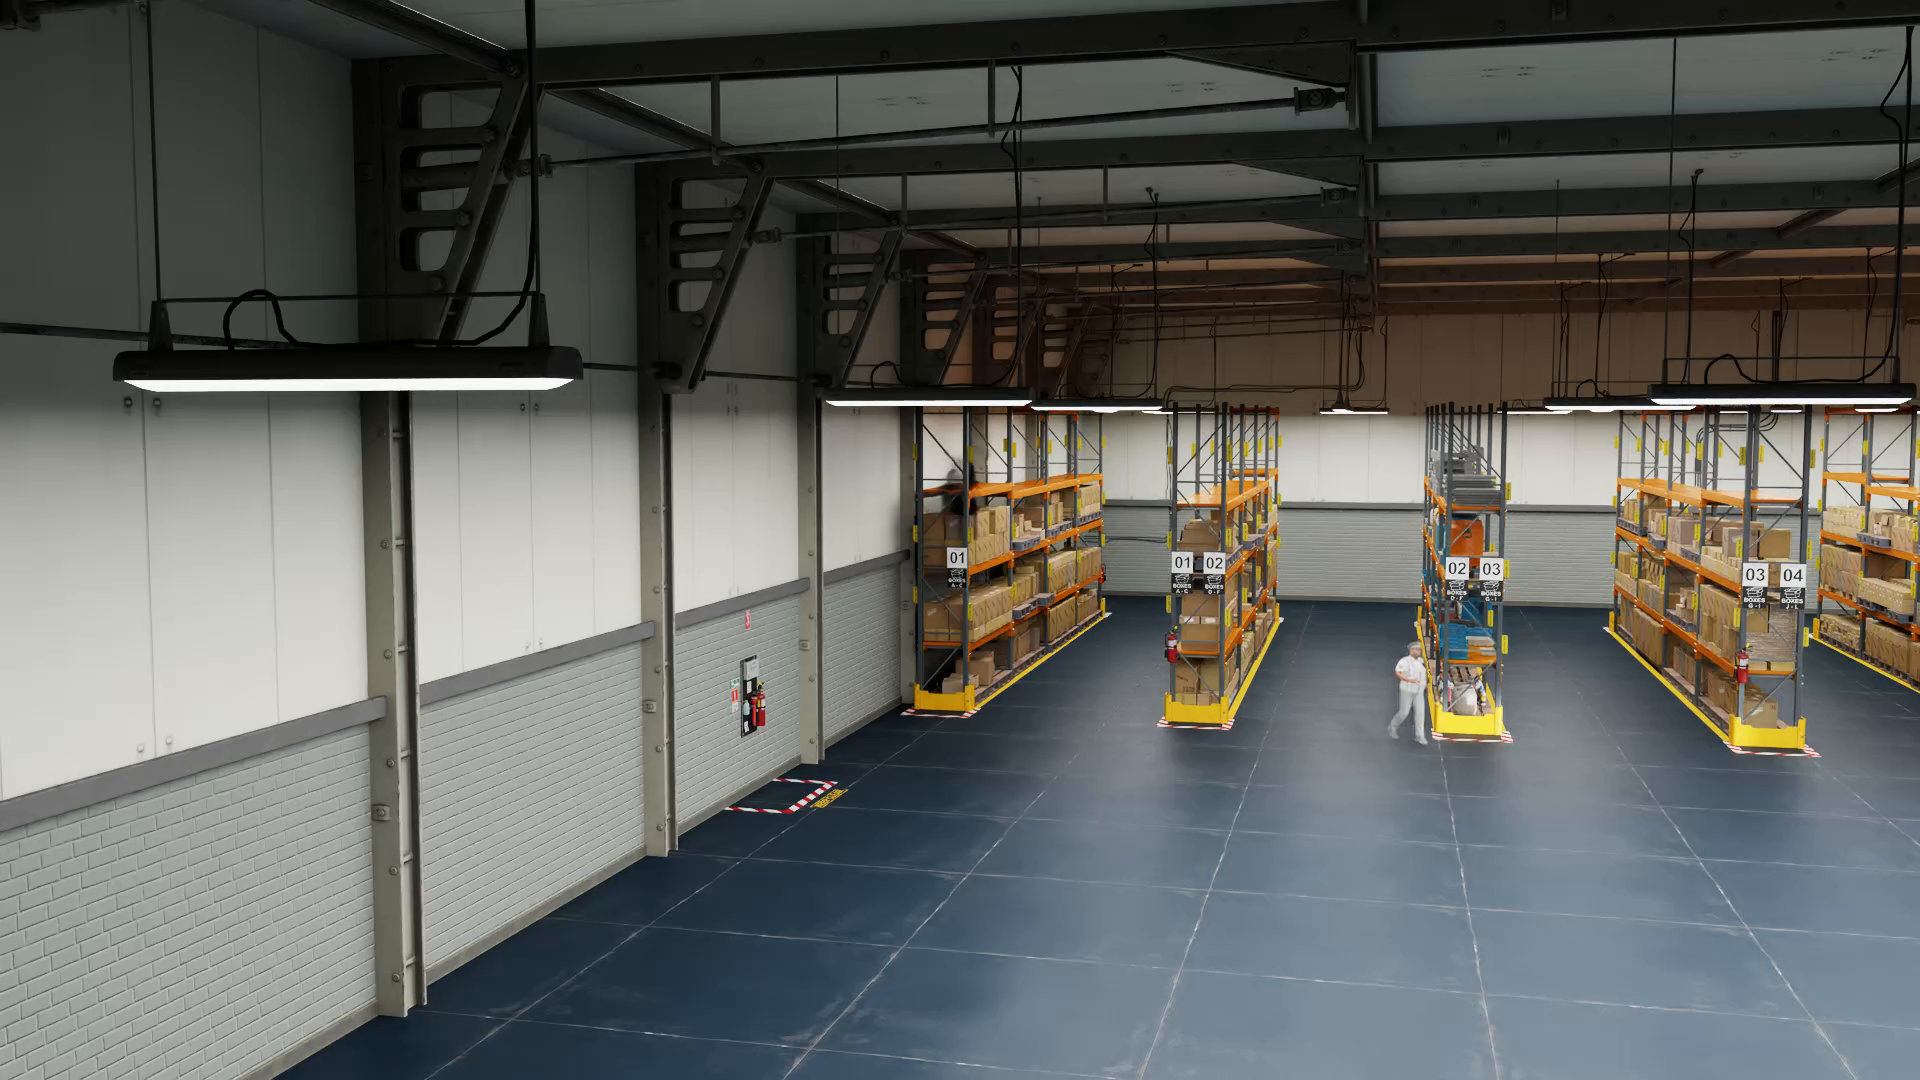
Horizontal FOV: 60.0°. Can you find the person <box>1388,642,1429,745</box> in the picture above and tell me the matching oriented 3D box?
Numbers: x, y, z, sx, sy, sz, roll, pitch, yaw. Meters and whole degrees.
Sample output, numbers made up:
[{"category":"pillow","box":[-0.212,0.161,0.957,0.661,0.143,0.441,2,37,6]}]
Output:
[{"category":"person","box":[8.016,2.660,29.246,0.713,1.726,0.977,-1,4,-19]}]
